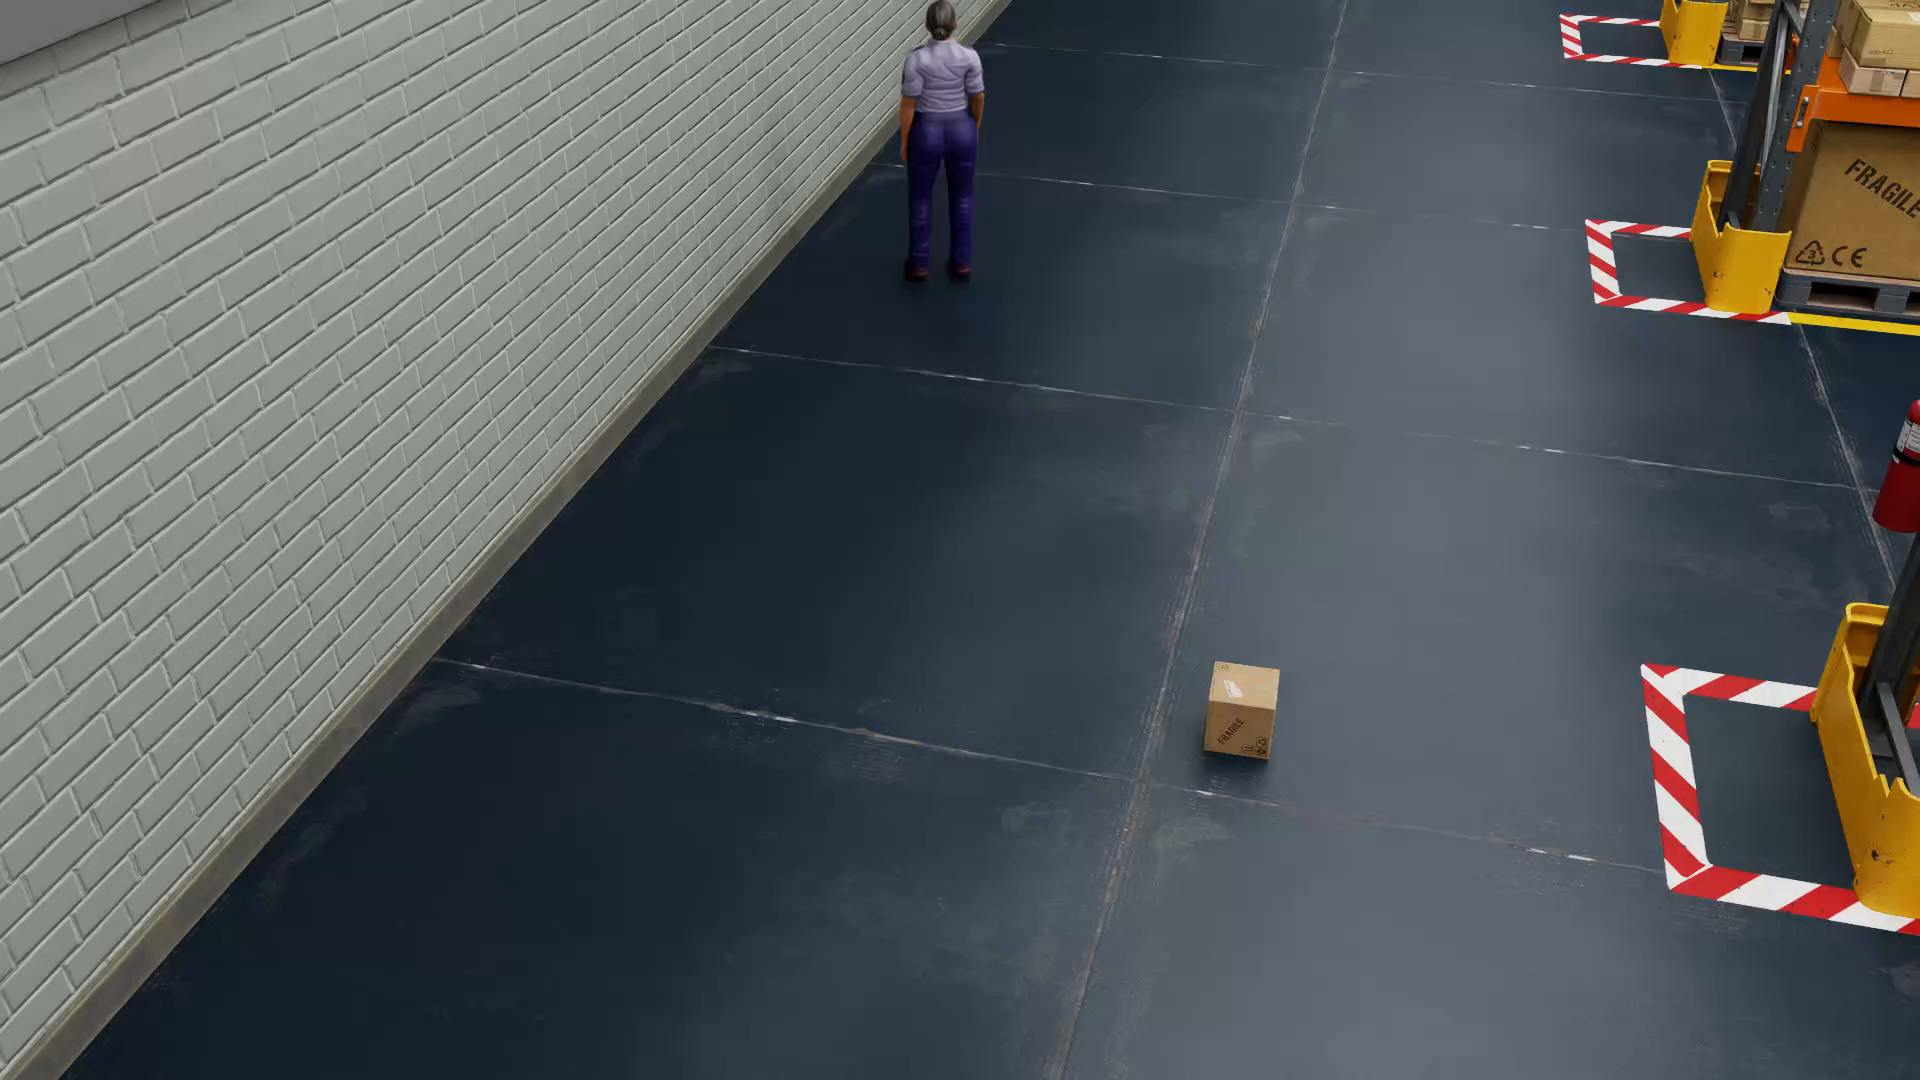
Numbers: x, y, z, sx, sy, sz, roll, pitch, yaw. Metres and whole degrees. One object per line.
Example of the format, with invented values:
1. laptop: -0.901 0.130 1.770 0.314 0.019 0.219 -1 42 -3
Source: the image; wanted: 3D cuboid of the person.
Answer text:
1. person: -0.107 -2.317 9.689 0.492 1.647 0.393 -5 33 -8
